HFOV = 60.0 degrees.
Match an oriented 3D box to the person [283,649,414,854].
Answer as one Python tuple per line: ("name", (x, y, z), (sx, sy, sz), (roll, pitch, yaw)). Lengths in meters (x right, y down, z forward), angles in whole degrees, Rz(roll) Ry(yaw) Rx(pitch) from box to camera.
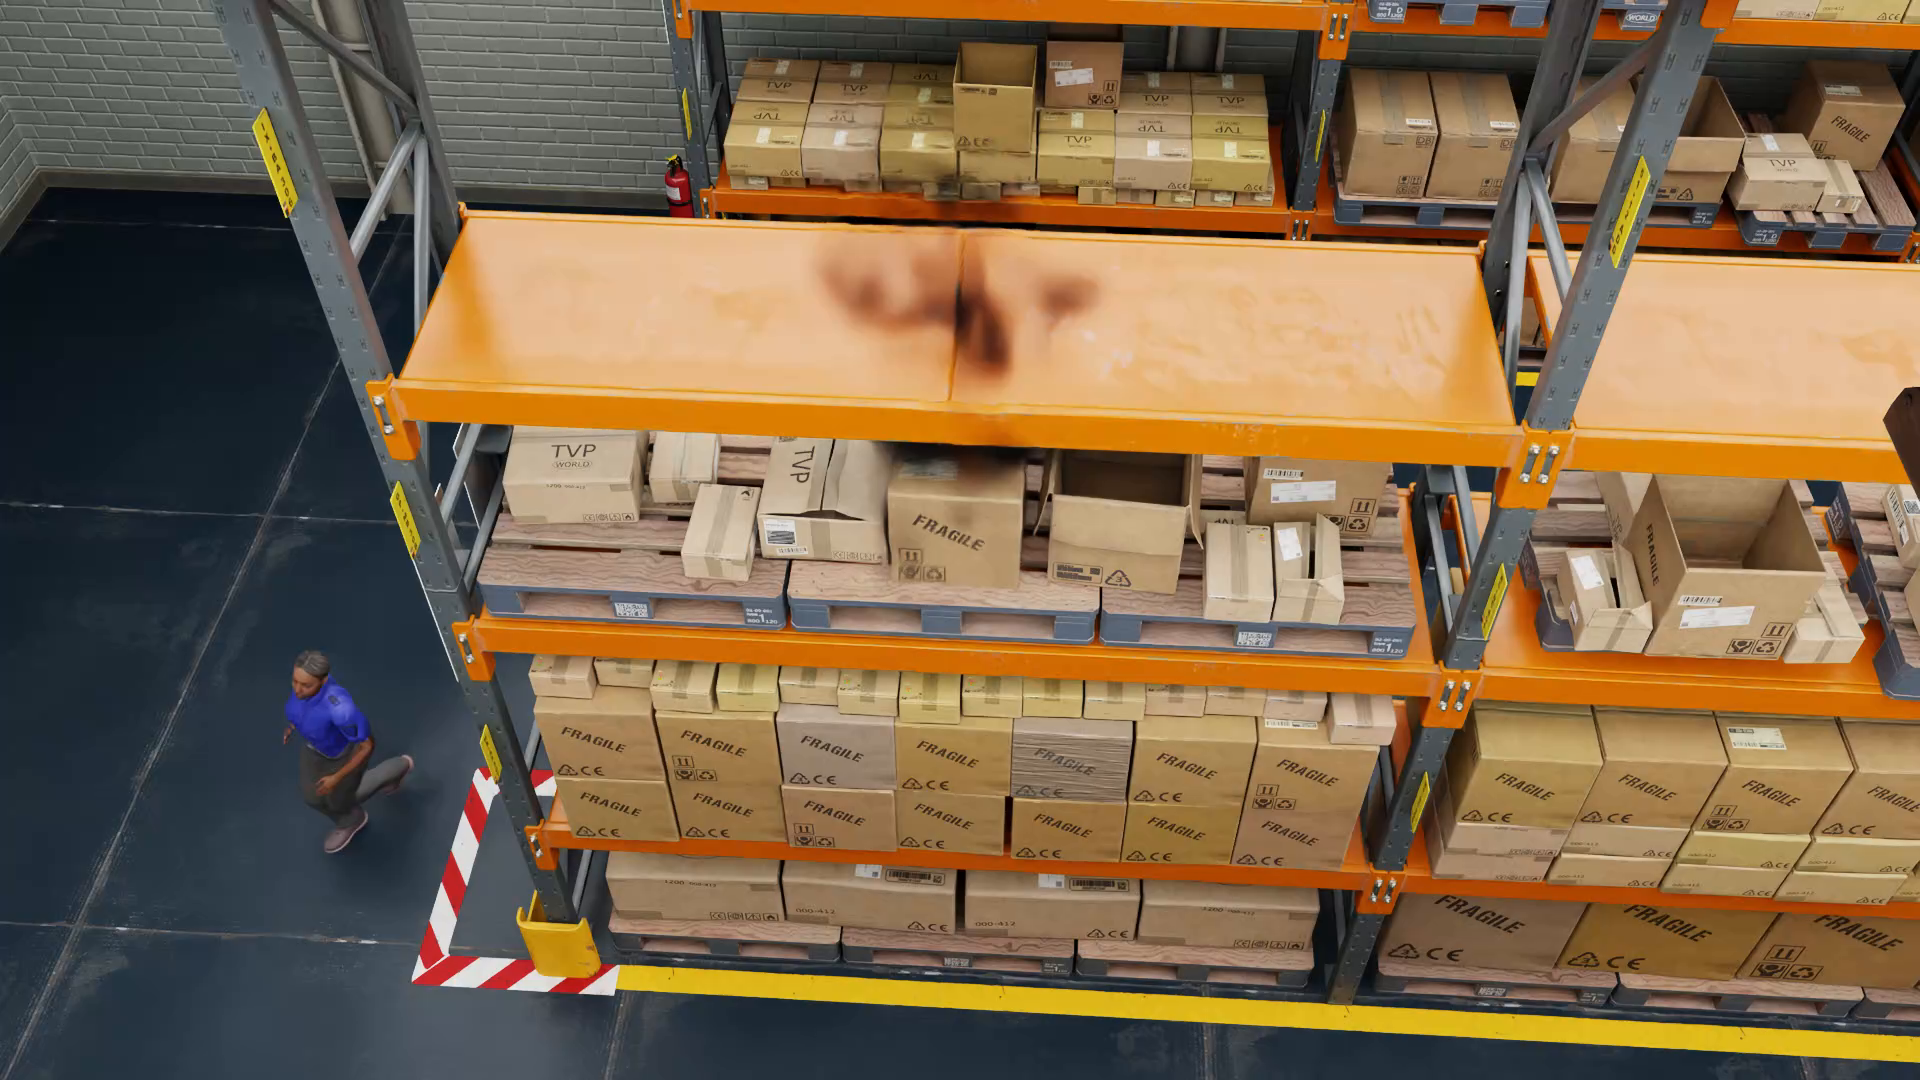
("person", (-3.219, 1.077, 8.700), (0.625, 1.625, 0.592), (29, 54, 24))
